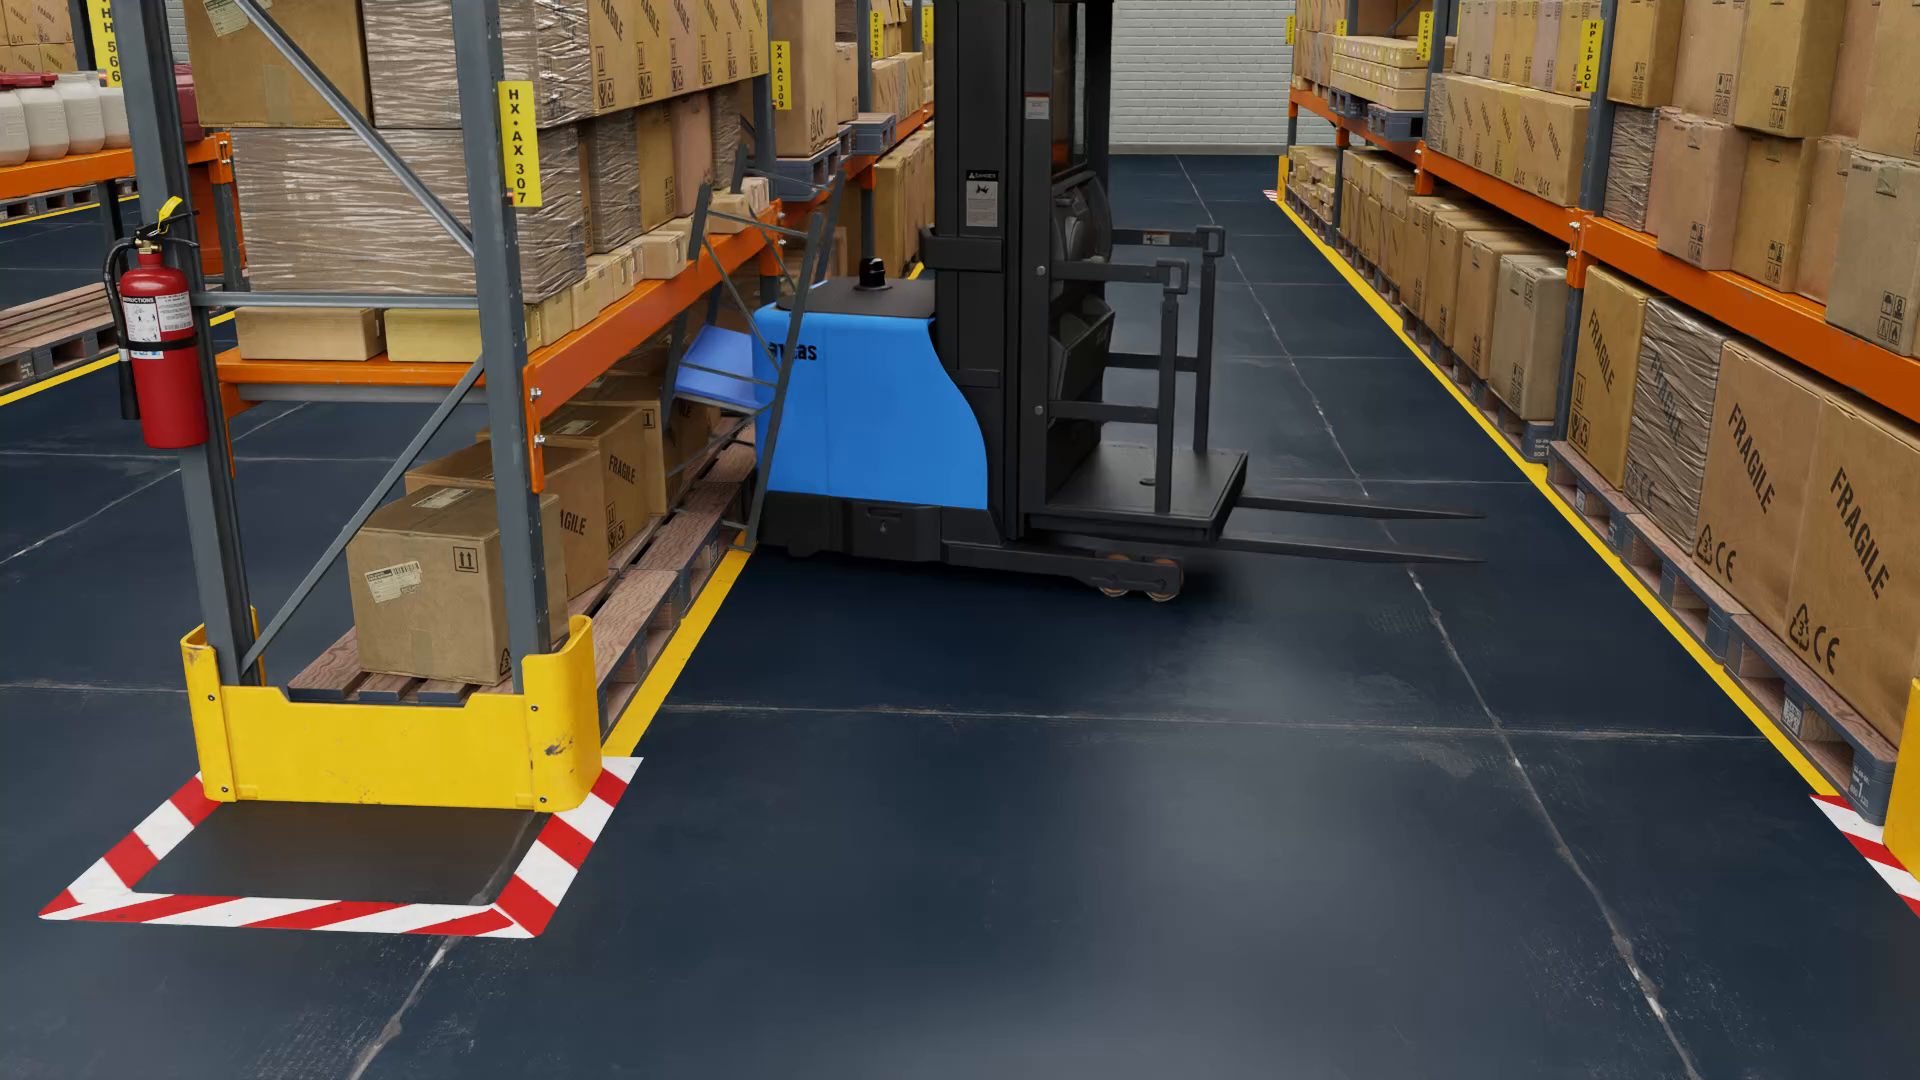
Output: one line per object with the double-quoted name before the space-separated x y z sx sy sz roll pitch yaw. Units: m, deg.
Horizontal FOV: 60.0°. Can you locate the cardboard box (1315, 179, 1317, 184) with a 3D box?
"cardboard box" 4.041 -3.904 17.946 0.380 0.149 0.250 2 18 7

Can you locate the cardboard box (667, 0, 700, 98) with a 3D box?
"cardboard box" -1.300 -1.951 6.316 0.500 0.500 0.500 1 18 4

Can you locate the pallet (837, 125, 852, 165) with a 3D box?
"pallet" -1.246 -2.434 10.342 1.003 0.211 1.213 1 18 4

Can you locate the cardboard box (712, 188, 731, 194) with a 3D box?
"cardboard box" -1.259 -1.552 7.746 0.380 0.149 0.250 1 18 4

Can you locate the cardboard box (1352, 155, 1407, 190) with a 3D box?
"cardboard box" 3.730 -3.220 14.569 0.500 0.250 0.500 2 18 5

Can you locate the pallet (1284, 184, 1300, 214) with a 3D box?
"pallet" 4.270 -3.883 18.935 1.003 0.211 1.213 1 18 4

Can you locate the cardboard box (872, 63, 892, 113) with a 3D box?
"cardboard box" -0.804 -3.494 13.107 0.500 0.500 0.500 1 18 2

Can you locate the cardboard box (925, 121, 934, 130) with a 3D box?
"cardboard box" -0.731 -3.776 16.868 0.875 0.875 0.875 1 18 4

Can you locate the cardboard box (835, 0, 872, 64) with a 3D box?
"cardboard box" -1.076 -3.892 12.712 0.797 0.503 0.637 2 18 6

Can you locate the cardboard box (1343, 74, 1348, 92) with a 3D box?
"cardboard box" 3.540 -3.968 14.443 0.380 0.149 0.250 1 18 4

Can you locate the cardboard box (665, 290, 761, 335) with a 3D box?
"cardboard box" -1.366 -1.110 9.301 0.700 0.500 0.500 0 18 0

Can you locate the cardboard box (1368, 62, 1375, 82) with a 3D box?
"cardboard box" 3.449 -3.704 13.160 0.380 0.149 0.250 1 18 4

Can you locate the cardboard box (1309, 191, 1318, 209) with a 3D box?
"cardboard box" 3.844 -3.537 17.304 0.380 0.149 0.250 1 18 4

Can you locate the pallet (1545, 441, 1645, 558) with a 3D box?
"pallet" 3.376 -0.197 7.685 1.003 0.211 1.213 1 18 4

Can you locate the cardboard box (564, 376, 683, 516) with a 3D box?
"cardboard box" -1.500 -0.414 7.210 0.500 0.500 0.500 0 18 -1

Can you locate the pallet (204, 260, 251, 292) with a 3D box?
"pallet" -6.070 -2.172 13.713 1.003 0.211 1.213 1 18 4

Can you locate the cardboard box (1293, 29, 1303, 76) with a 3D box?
"cardboard box" 4.061 -5.539 18.872 0.500 0.500 0.500 2 18 7

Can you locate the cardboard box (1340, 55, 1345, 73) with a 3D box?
"cardboard box" 3.560 -4.190 14.644 0.380 0.149 0.250 2 18 5

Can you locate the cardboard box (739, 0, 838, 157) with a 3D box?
"cardboard box" -1.235 -2.627 8.985 1.000 1.000 1.000 1 18 4

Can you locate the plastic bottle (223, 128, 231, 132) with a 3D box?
"plastic bottle" -5.732 -3.320 12.936 0.152 0.276 0.135 1 18 4

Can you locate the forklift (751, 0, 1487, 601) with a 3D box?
"forklift" 0.689 -1.333 6.783 3.031 2.935 1.130 5 19 16

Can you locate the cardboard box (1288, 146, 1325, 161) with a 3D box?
"cardboard box" 3.992 -4.456 19.153 0.380 0.149 0.250 0 18 1

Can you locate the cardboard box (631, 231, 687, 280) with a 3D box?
"cardboard box" -1.256 -1.084 6.317 0.380 0.149 0.250 1 18 4

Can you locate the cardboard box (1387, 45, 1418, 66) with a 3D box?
"cardboard box" 3.393 -3.602 12.372 0.380 0.149 0.250 1 18 3

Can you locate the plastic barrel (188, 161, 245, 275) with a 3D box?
"plastic barrel" -6.067 -2.572 13.266 0.600 0.830 0.708 1 18 4

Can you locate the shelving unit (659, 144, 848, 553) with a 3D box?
"shelving unit" -0.946 -0.870 7.346 0.538 1.500 1.048 13 22 -4

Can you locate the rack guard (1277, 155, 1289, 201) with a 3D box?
"rack guard" 4.363 -4.272 19.658 1.175 0.500 0.348 1 18 4

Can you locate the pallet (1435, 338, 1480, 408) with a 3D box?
"pallet" 3.573 -1.053 10.297 1.003 0.211 1.213 1 18 4

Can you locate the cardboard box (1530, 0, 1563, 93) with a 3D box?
"cardboard box" 3.610 -2.750 9.233 0.700 0.500 0.500 1 18 4

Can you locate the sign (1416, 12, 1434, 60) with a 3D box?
"sign" 3.253 -3.521 11.618 0.100 0.325 0.005 1 18 4

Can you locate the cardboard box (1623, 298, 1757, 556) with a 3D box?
"cardboard box" 3.333 -0.473 6.786 0.875 0.875 0.875 1 18 4

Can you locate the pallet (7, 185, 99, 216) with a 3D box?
"pallet" -10.604 -3.874 18.906 1.003 0.211 1.213 1 18 4

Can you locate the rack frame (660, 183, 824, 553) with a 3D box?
"rack frame" -0.960 -0.680 6.874 0.500 1.500 0.032 13 22 -4

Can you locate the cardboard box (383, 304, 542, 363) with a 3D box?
"cardboard box" -1.460 -0.620 4.902 0.380 0.149 0.250 1 18 4

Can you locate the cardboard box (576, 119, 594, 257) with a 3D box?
"cardboard box" -1.735 -1.173 5.548 0.875 0.500 0.500 1 18 4

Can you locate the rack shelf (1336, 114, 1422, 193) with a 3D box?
"rack shelf" 3.939 -3.278 13.765 1.077 0.370 4.000 1 18 4

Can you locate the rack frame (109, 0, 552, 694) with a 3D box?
"rack frame" -1.718 -0.656 4.609 1.000 3.000 0.127 1 18 4

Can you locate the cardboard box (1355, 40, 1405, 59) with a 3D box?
"cardboard box" 3.503 -4.090 13.863 0.380 0.149 0.250 2 18 6

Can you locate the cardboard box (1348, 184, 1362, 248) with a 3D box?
"cardboard box" 3.728 -2.865 14.689 0.500 0.500 0.500 2 18 6

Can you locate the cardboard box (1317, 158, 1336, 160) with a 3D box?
"cardboard box" 3.995 -3.966 17.659 0.380 0.149 0.250 1 18 4

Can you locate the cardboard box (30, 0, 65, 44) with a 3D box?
"cardboard box" -10.314 -5.749 18.383 0.500 0.500 0.500 2 18 6

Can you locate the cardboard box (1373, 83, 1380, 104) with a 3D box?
"cardboard box" 3.431 -3.477 12.945 0.380 0.149 0.250 1 18 3

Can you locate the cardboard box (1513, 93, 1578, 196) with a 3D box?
"cardboard box" 3.315 -2.129 8.942 0.500 0.500 0.500 1 18 3

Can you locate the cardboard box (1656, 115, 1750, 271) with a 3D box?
"cardboard box" 3.321 -1.377 6.566 0.875 0.550 0.550 1 18 4

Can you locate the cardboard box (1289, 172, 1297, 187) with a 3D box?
"cardboard box" 4.012 -4.173 19.244 0.380 0.149 0.250 2 18 5

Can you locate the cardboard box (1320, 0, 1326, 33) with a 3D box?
"cardboard box" 3.928 -5.377 16.770 0.500 0.500 0.500 2 18 5

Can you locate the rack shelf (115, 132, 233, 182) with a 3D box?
"rack shelf" -5.942 -3.531 14.537 1.077 0.370 4.000 1 18 4

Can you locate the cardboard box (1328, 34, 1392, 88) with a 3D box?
"cardboard box" 3.835 -4.587 15.965 0.500 0.500 0.500 1 18 4

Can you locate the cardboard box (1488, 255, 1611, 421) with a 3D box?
"cardboard box" 3.463 -1.082 8.846 1.050 0.750 0.750 1 18 4

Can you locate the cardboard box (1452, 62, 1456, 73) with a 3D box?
"cardboard box" 4.100 -3.689 13.115 0.380 0.149 0.250 1 18 4

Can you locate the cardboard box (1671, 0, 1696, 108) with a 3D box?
"cardboard box" 3.524 -2.054 6.898 0.875 0.550 0.550 1 18 4
